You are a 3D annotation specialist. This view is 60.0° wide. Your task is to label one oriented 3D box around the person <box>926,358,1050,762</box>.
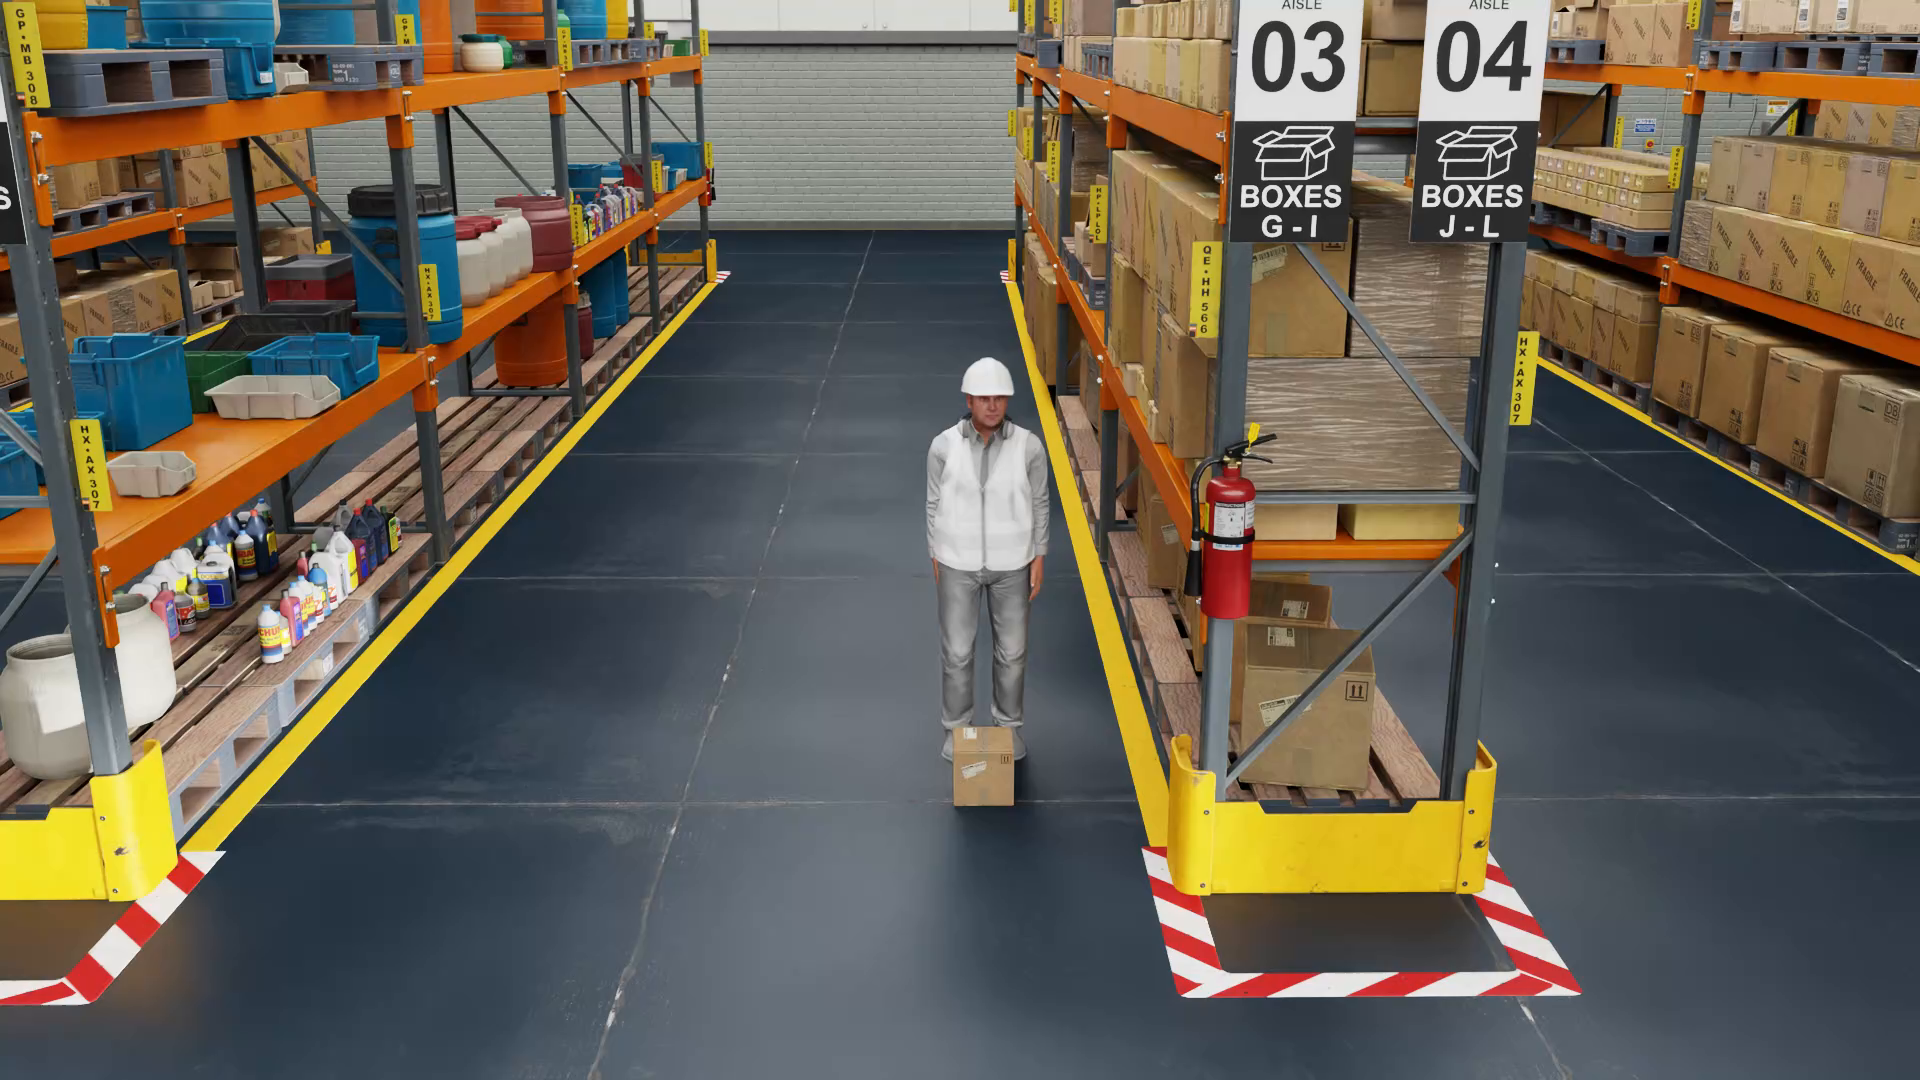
[{"bbox_3d":[0.120,0.093,7.220,0.536,1.776,0.360,0,17,-1],"label":"person"}]
